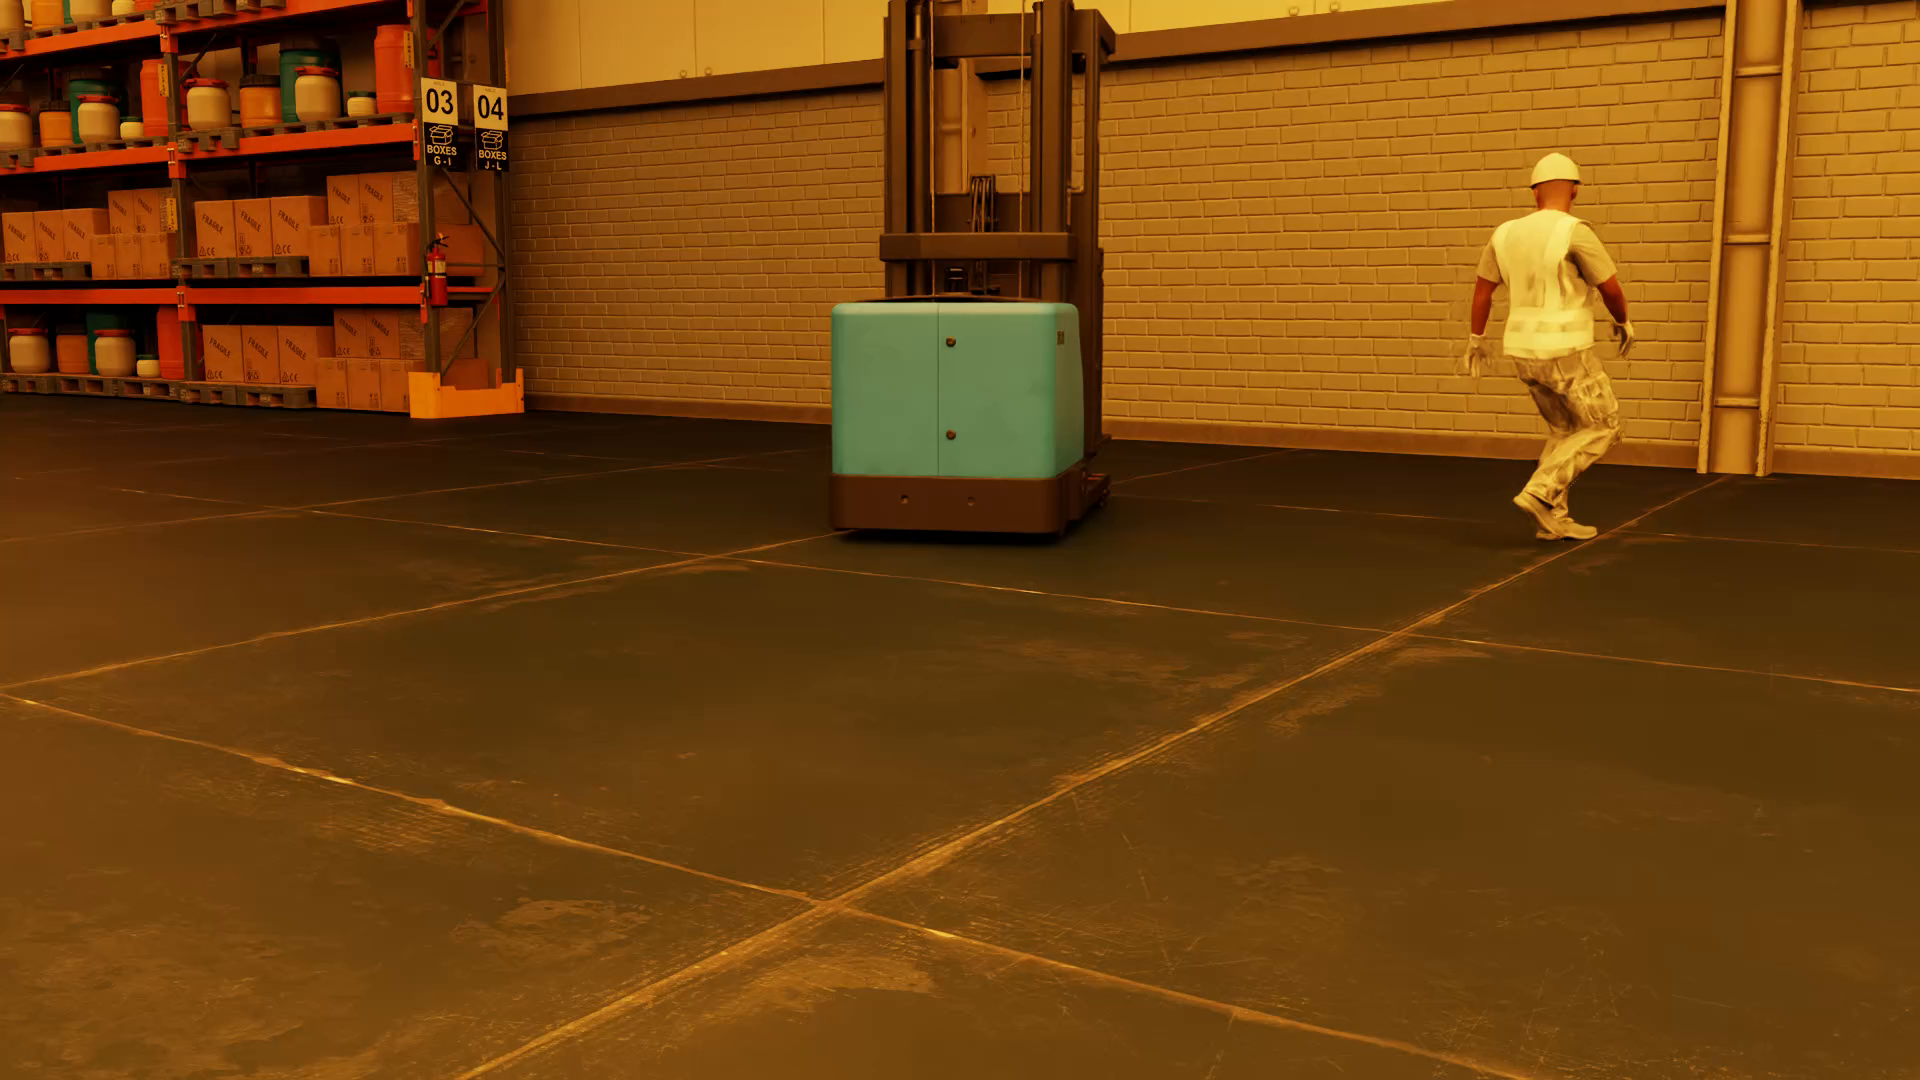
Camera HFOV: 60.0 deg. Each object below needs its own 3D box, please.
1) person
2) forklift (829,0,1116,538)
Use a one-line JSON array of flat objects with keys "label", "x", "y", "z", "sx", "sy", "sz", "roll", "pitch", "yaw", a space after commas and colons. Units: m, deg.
[{"label": "person", "x": 2.680, "y": -0.857, "z": 7.497, "sx": 0.583, "sy": 1.731, "sz": 0.747, "roll": -2, "pitch": 8, "yaw": -15}, {"label": "forklift", "x": 0.207, "y": -1.630, "z": 8.652, "sx": 1.130, "sy": 2.935, "sz": 3.031, "roll": 2, "pitch": 8, "yaw": 12}]
